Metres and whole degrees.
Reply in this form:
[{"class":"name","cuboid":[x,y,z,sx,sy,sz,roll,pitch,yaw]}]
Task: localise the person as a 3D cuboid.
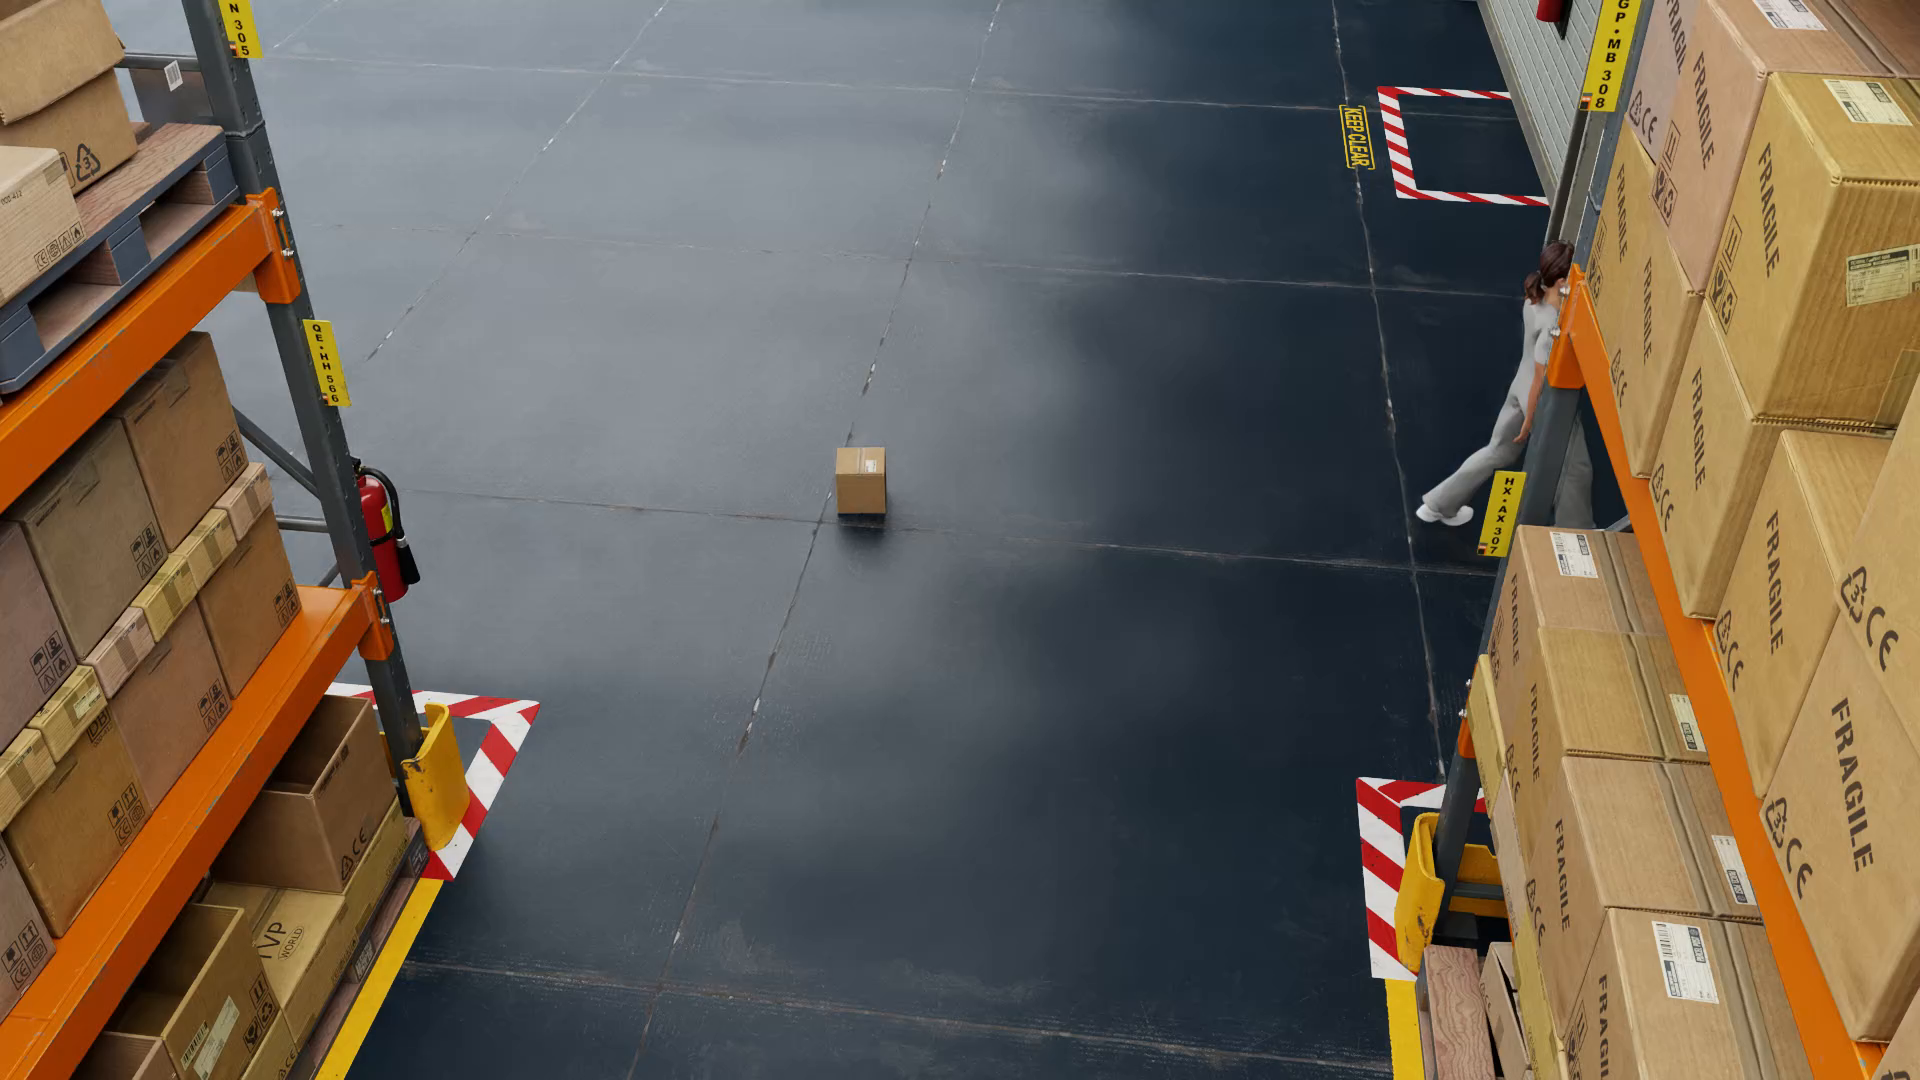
[{"class":"person","cuboid":[2.804,-0.681,7.973,0.989,1.624,0.454,-1,36,-1]}]
